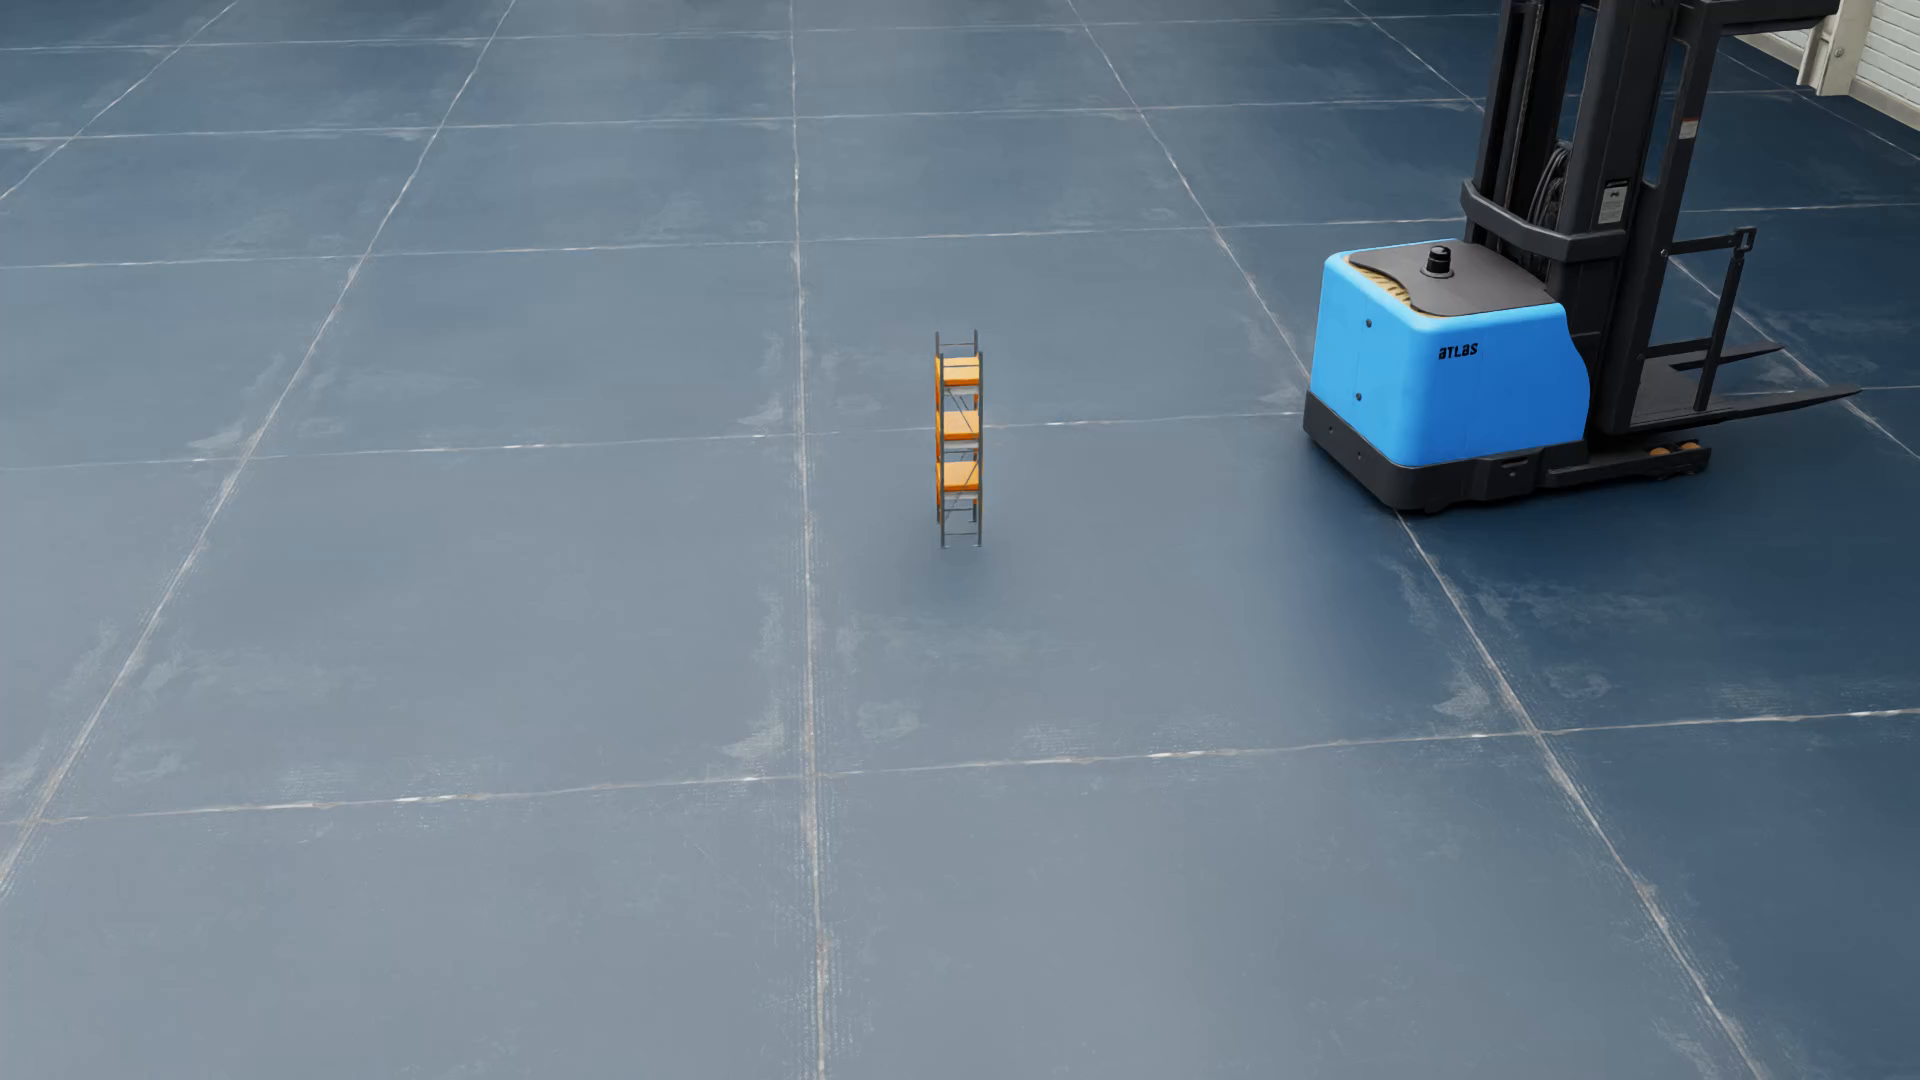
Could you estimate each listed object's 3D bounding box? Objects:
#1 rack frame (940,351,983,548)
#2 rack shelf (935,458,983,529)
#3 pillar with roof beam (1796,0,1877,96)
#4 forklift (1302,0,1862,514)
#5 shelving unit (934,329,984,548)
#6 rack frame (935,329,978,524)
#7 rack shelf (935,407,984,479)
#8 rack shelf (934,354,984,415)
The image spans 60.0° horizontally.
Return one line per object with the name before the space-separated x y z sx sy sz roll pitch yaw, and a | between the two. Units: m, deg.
rack frame | 0.006 -0.416 7.922 0.200 1.050 0.008 -3 31 -5
rack shelf | -0.005 -0.230 8.174 0.215 0.259 0.240 -3 31 -5
pillar with roof beam | 3.559 -7.755 12.458 9.100 9.000 0.400 -3 31 -5
forklift | 3.458 -1.826 8.448 3.031 2.935 1.130 -9 32 -15
shelving unit | -0.005 -0.478 8.027 0.215 1.050 0.252 -3 31 -5
rack frame | -0.016 -0.540 8.131 0.200 1.050 0.008 -3 31 -5
rack shelf | -0.005 -0.469 8.032 0.215 0.259 0.240 -3 31 -5
rack shelf | -0.005 -0.713 7.886 0.215 0.259 0.240 -3 31 -5
